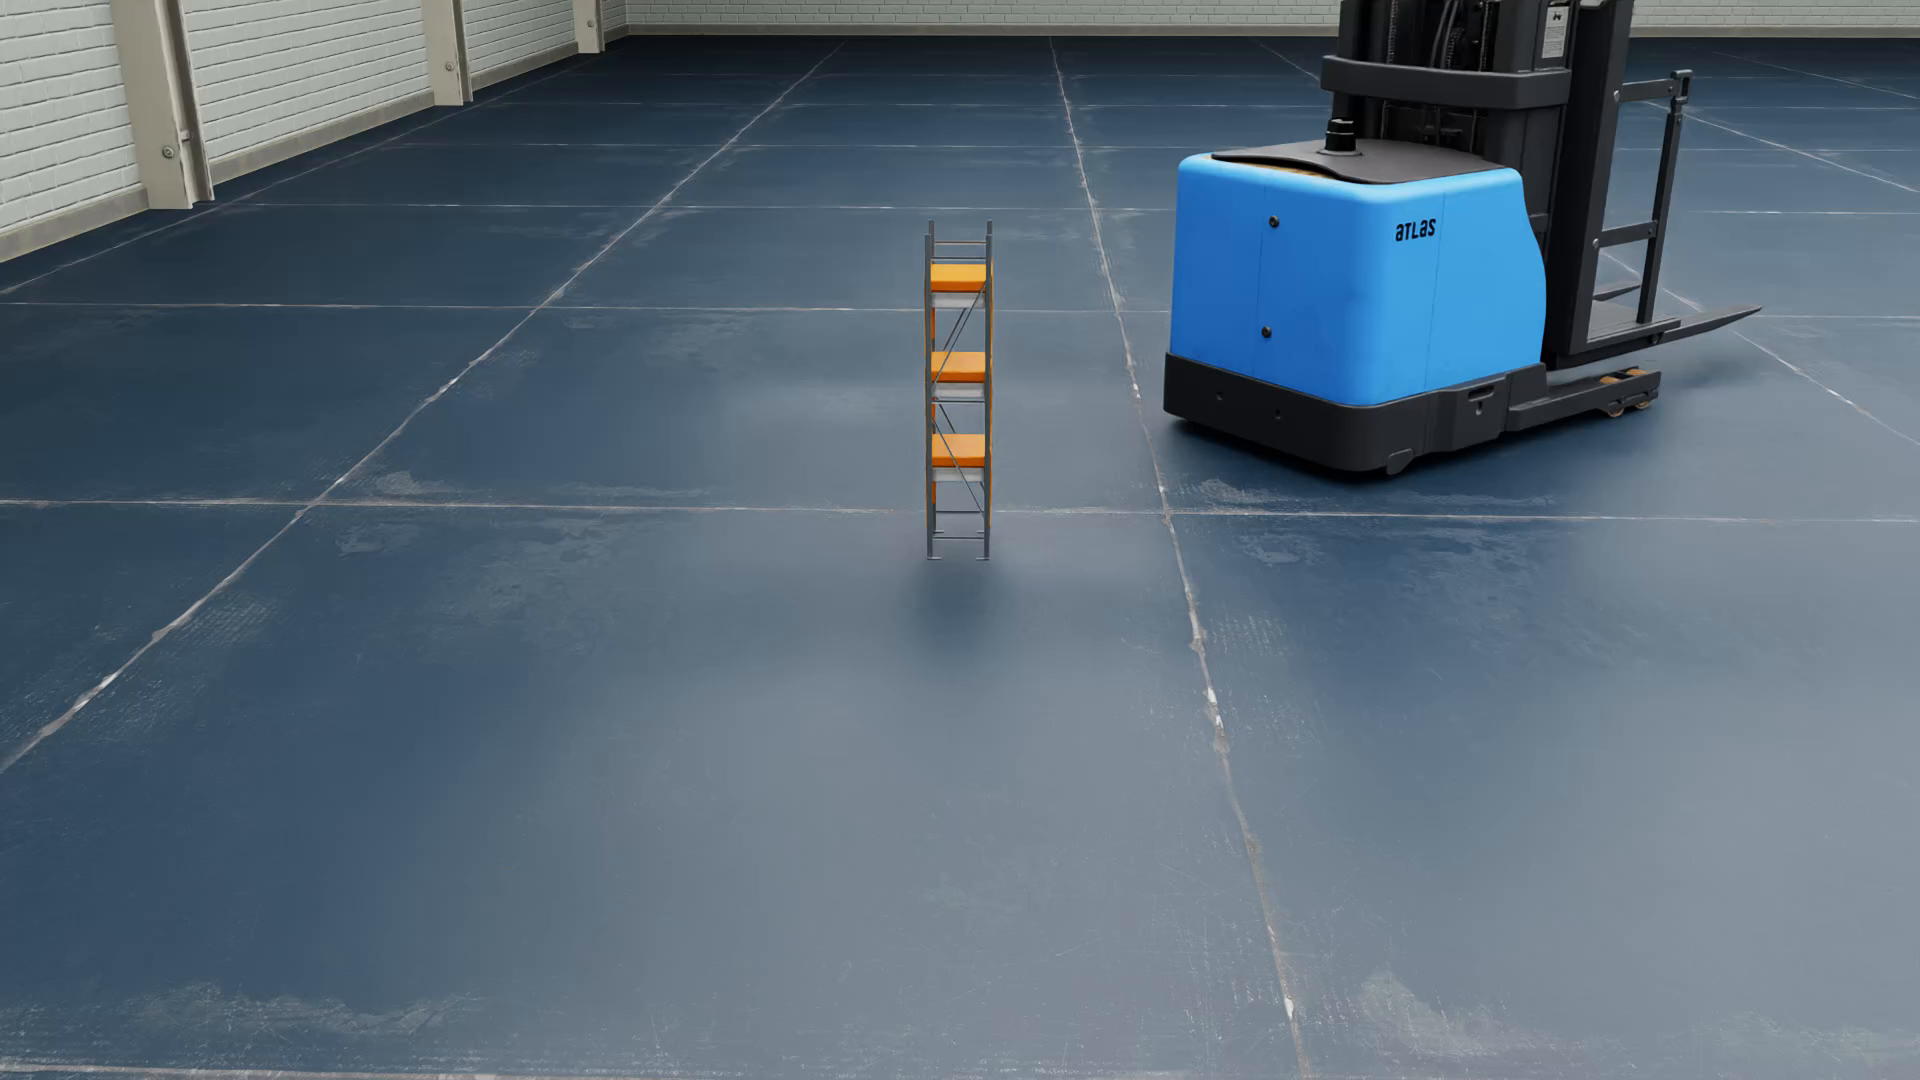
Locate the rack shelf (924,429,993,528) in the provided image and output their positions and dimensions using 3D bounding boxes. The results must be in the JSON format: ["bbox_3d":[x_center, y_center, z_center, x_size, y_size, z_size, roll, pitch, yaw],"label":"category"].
[{"bbox_3d":[-0.002,-0.201,5.394,0.215,0.259,0.240,1,21,2],"label":"rack shelf"}]

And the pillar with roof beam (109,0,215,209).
[{"bbox_3d":[-1.107,-6.480,9.790,9.100,9.000,0.400,1,21,2],"label":"pillar with roof beam"}]

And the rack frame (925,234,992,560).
[{"bbox_3d":[-0.005,-0.426,5.175,0.200,1.050,0.008,1,21,2],"label":"rack frame"}]

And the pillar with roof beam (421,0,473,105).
[{"bbox_3d":[-0.924,-8.649,15.381,9.100,9.000,0.400,1,21,2],"label":"pillar with roof beam"}]

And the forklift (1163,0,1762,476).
[{"bbox_3d":[2.302,-2.008,6.652,3.031,2.935,1.130,-15,26,-34],"label":"forklift"}]

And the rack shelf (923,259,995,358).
[{"bbox_3d":[-0.002,-0.725,5.190,0.215,0.259,0.240,1,21,2],"label":"rack shelf"}]

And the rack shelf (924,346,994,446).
[{"bbox_3d":[-0.002,-0.460,5.293,0.215,0.259,0.240,1,21,2],"label":"rack shelf"}]

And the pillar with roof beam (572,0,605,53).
[{"bbox_3d":[-0.742,-10.819,20.972,9.100,9.000,0.400,1,21,2],"label":"pillar with roof beam"}]

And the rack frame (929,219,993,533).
[{"bbox_3d":[0.002,-0.514,5.403,0.200,1.050,0.008,1,21,2],"label":"rack frame"}]

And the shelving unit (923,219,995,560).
[{"bbox_3d":[-0.002,-0.470,5.289,0.215,1.050,0.252,1,21,2],"label":"shelving unit"}]
